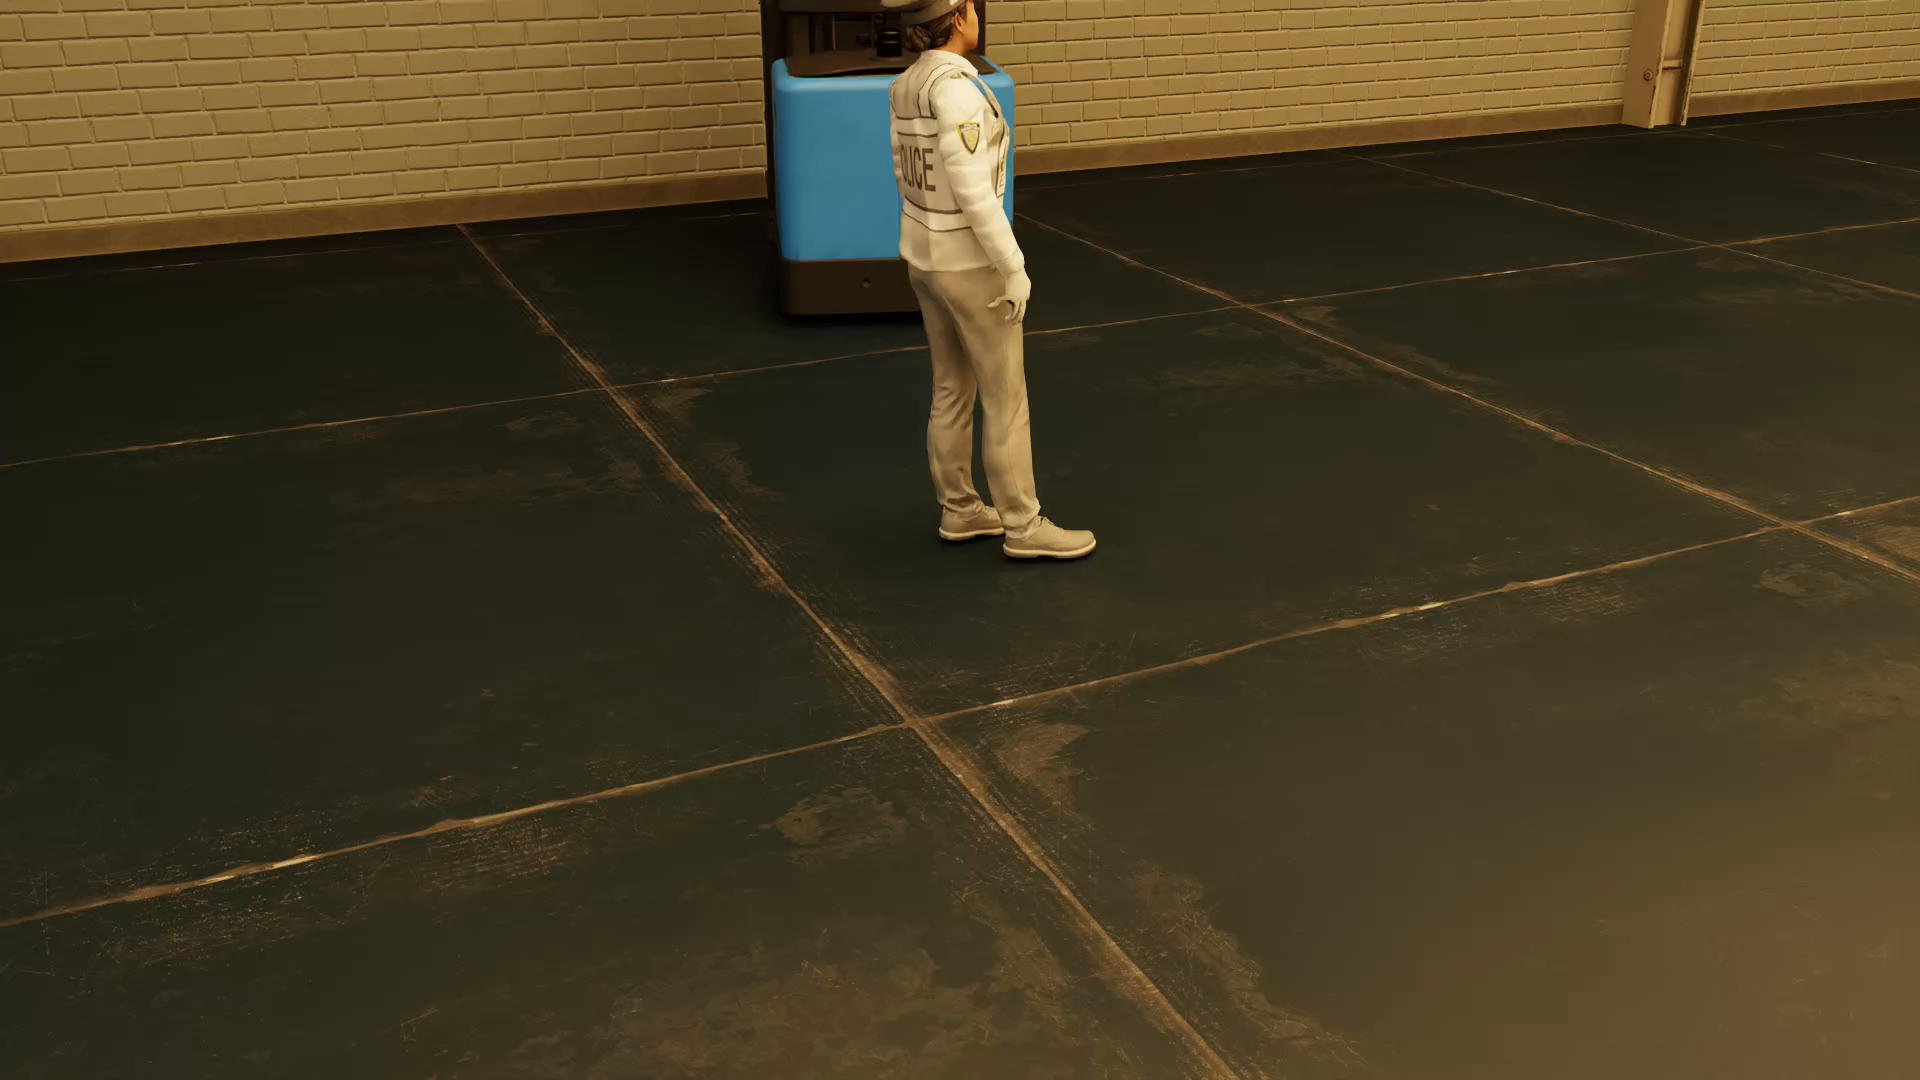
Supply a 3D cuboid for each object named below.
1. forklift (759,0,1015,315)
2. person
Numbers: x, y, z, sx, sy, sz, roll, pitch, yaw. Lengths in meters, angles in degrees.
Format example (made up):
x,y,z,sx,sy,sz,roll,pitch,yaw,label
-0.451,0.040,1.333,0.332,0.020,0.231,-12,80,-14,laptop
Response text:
x,y,z,sx,sy,sz,roll,pitch,yaw,label
-0.453,-2.869,8.191,1.130,2.935,3.031,-3,23,-7,forklift
0.064,-0.798,4.800,0.534,1.696,0.587,-10,25,-23,person
